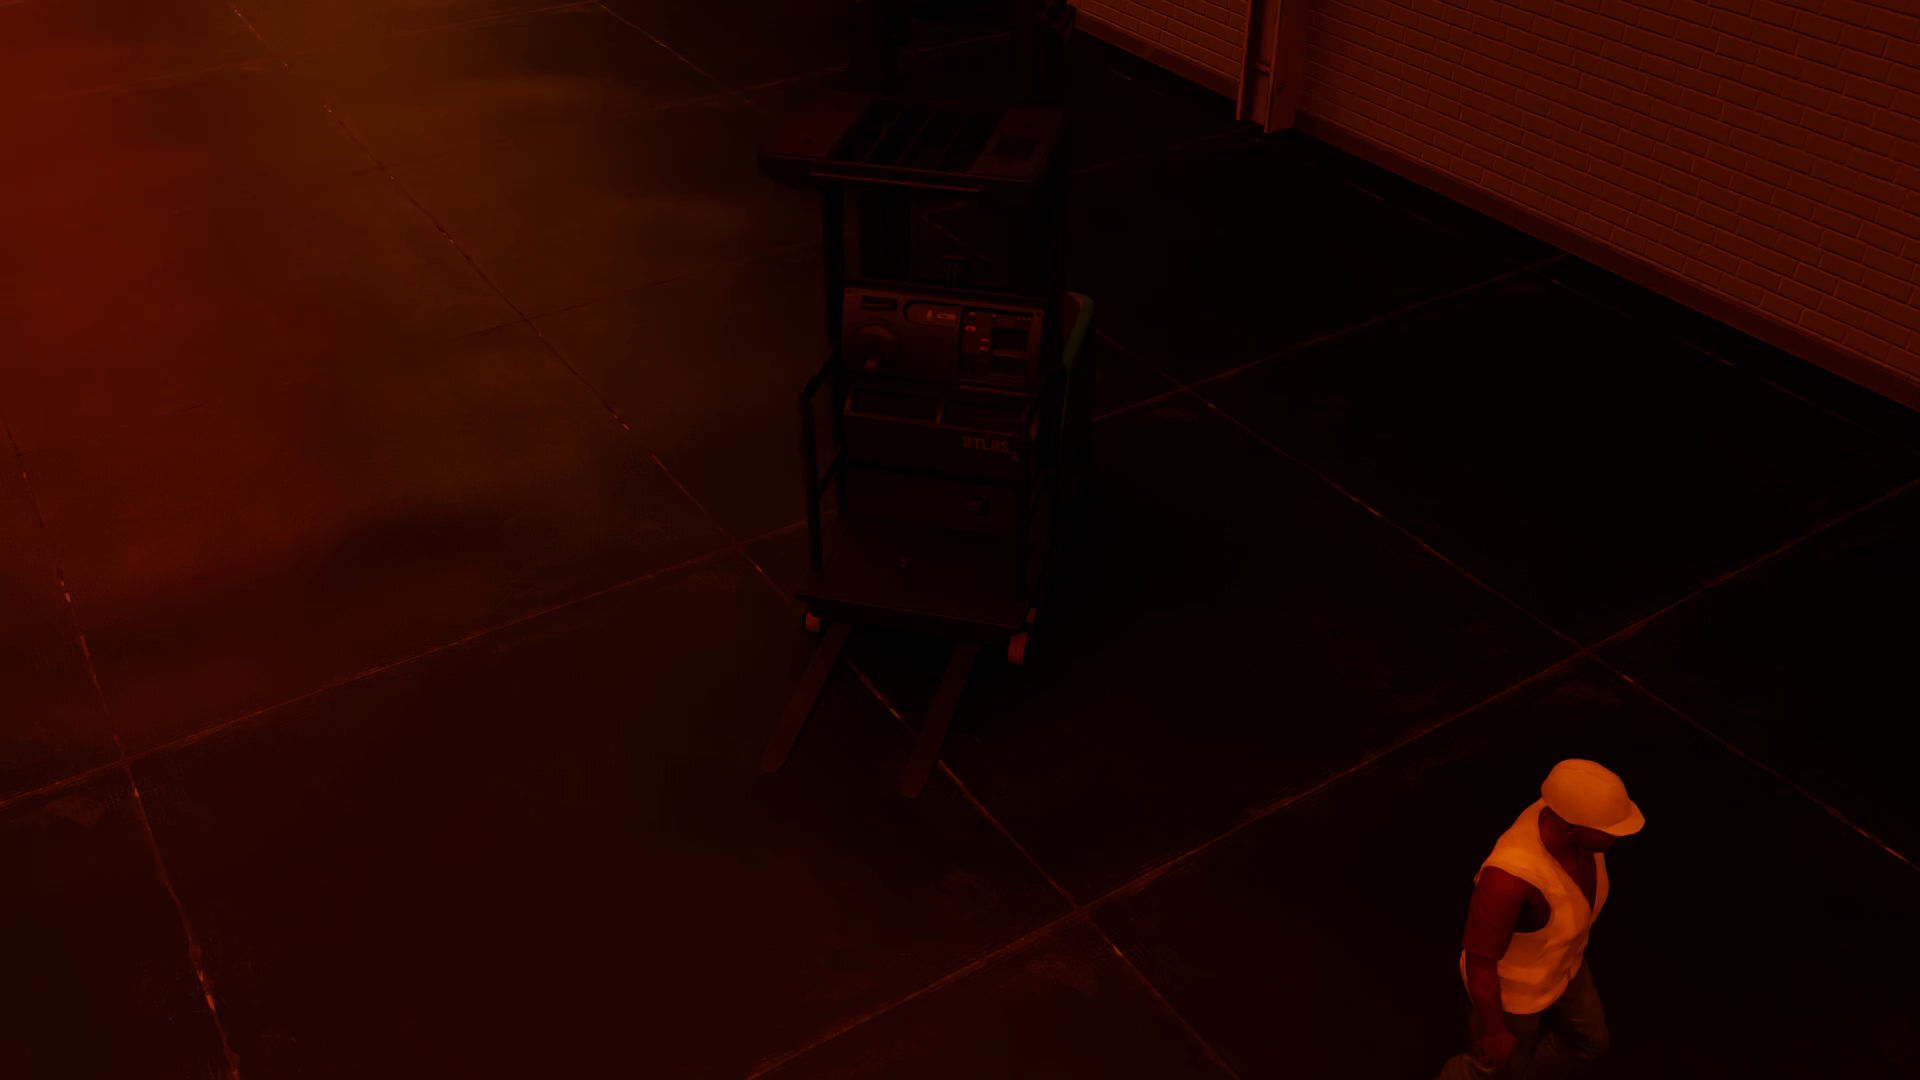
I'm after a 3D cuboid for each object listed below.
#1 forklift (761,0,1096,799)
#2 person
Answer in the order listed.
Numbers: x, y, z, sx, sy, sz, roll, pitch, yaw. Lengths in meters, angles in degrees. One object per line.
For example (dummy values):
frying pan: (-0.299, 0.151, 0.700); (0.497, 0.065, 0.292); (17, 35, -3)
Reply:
forklift: (-0.135, -0.850, 7.357); (1.130, 2.935, 3.031); (8, 36, 12)
person: (1.815, 1.393, 5.256); (0.517, 1.808, 0.672); (27, 43, 33)
